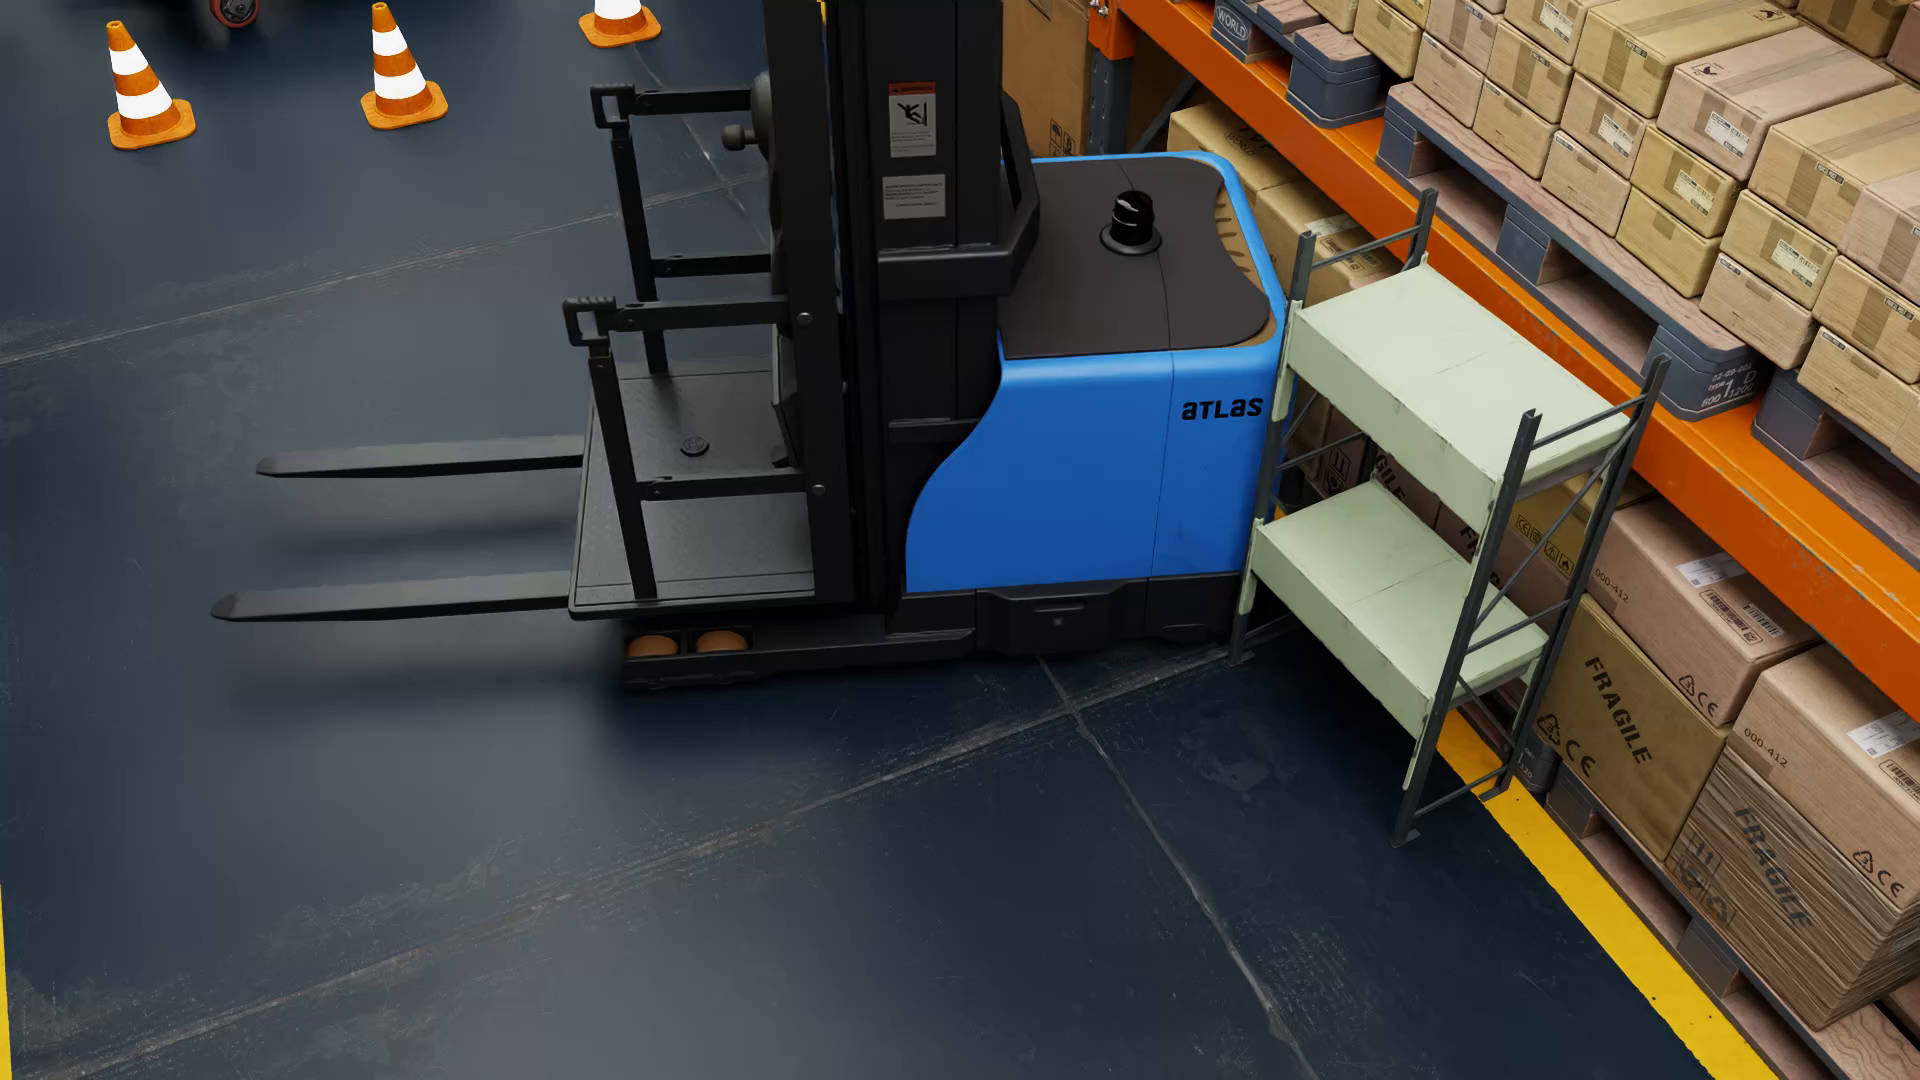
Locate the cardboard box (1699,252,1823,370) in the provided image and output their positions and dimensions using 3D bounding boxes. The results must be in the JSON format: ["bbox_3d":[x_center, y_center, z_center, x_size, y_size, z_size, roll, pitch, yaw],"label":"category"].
[{"bbox_3d":[1.823,-0.538,3.540,0.380,0.149,0.250,-20,48,-19],"label":"cardboard box"}]

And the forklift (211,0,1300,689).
[{"bbox_3d":[-0.648,-1.001,4.178,3.031,2.935,1.130,-4,45,-4],"label":"forklift"}]

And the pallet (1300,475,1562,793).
[{"bbox_3d":[1.764,0.095,5.003,1.003,0.211,1.213,-18,47,-17],"label":"pallet"}]

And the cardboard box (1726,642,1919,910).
[{"bbox_3d":[2.067,0.450,3.605,0.500,0.250,0.500,-19,48,-18],"label":"cardboard box"}]

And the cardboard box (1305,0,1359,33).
[{"bbox_3d":[1.159,-1.545,4.560,0.380,0.149,0.250,-16,47,-15],"label":"cardboard box"}]

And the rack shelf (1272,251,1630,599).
[{"bbox_3d":[1.142,-0.288,3.919,0.431,0.370,0.720,-22,49,-21],"label":"rack shelf"}]

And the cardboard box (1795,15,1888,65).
[{"bbox_3d":[2.202,-1.172,3.970,0.380,0.149,0.250,-19,48,-18],"label":"cardboard box"}]

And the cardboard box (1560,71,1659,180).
[{"bbox_3d":[1.609,-0.980,3.775,0.380,0.149,0.250,-16,47,-16],"label":"cardboard box"}]

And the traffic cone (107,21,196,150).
[{"bbox_3d":[-3.411,-1.915,6.862,0.336,0.463,0.334,-18,47,-17],"label":"traffic cone"}]

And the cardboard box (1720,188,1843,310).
[{"bbox_3d":[1.822,-0.650,3.441,0.380,0.149,0.250,-20,48,-19],"label":"cardboard box"}]

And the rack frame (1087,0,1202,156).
[{"bbox_3d":[0.928,-2.172,5.316,1.000,3.000,0.127,-18,47,-17],"label":"rack frame"}]

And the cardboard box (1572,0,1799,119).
[{"bbox_3d":[1.602,-1.095,3.681,0.380,0.149,0.250,-19,48,-18],"label":"cardboard box"}]

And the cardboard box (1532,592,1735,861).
[{"bbox_3d":[1.854,0.393,4.197,0.500,0.500,0.500,-19,48,-18],"label":"cardboard box"}]

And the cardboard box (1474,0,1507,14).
[{"bbox_3d":[1.387,-1.424,4.013,0.380,0.149,0.250,-16,47,-16],"label":"cardboard box"}]

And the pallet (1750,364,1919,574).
[{"bbox_3d":[2.420,-0.085,3.337,1.003,0.211,1.213,-18,47,-17],"label":"pallet"}]

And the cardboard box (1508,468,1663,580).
[{"bbox_3d":[1.628,-0.214,4.278,0.500,0.250,0.500,-20,48,-19],"label":"cardboard box"}]

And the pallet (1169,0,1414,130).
[{"bbox_3d":[1.324,-1.681,4.955,1.213,0.211,1.003,-18,47,-17],"label":"pallet"}]

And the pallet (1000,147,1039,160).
[{"bbox_3d":[0.664,-1.704,6.827,1.003,0.211,1.213,-18,47,-17],"label":"pallet"}]

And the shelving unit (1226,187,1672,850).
[{"bbox_3d":[1.142,-0.011,4.193,0.431,1.500,0.755,-22,49,-21],"label":"shelving unit"}]

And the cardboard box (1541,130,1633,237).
[{"bbox_3d":[1.600,-0.877,3.883,0.380,0.149,0.250,-19,48,-19],"label":"cardboard box"}]

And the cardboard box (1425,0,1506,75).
[{"bbox_3d":[1.390,-1.310,4.110,0.380,0.149,0.250,-18,47,-17],"label":"cardboard box"}]

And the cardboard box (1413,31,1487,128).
[{"bbox_3d":[1.388,-1.204,4.215,0.380,0.149,0.250,-17,47,-16],"label":"cardboard box"}]

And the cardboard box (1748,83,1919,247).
[{"bbox_3d":[1.832,-0.754,3.335,0.380,0.149,0.250,-19,48,-19],"label":"cardboard box"}]

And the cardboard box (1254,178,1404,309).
[{"bbox_3d":[1.211,-0.865,4.938,0.500,0.250,0.500,-19,48,-18],"label":"cardboard box"}]

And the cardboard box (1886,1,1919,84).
[{"bbox_3d":[2.317,-1.106,3.691,0.380,0.149,0.250,-16,47,-16],"label":"cardboard box"}]

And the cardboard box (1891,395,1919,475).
[{"bbox_3d":[2.050,-0.203,3.200,0.380,0.149,0.250,-18,47,-18],"label":"cardboard box"}]

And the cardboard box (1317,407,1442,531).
[{"bbox_3d":[1.428,-0.261,4.859,0.500,0.500,0.500,-19,48,-18],"label":"cardboard box"}]

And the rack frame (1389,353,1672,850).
[{"bbox_3d":[1.322,0.213,3.966,0.400,1.500,0.023,-22,49,-21],"label":"rack frame"}]

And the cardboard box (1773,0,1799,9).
[{"bbox_3d":[2.091,-1.443,4.033,0.380,0.149,0.250,-16,47,-15],"label":"cardboard box"}]

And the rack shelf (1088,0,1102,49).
[{"bbox_3d":[0.087,-3.191,6.860,1.077,0.370,4.000,-18,47,-17],"label":"rack shelf"}]
